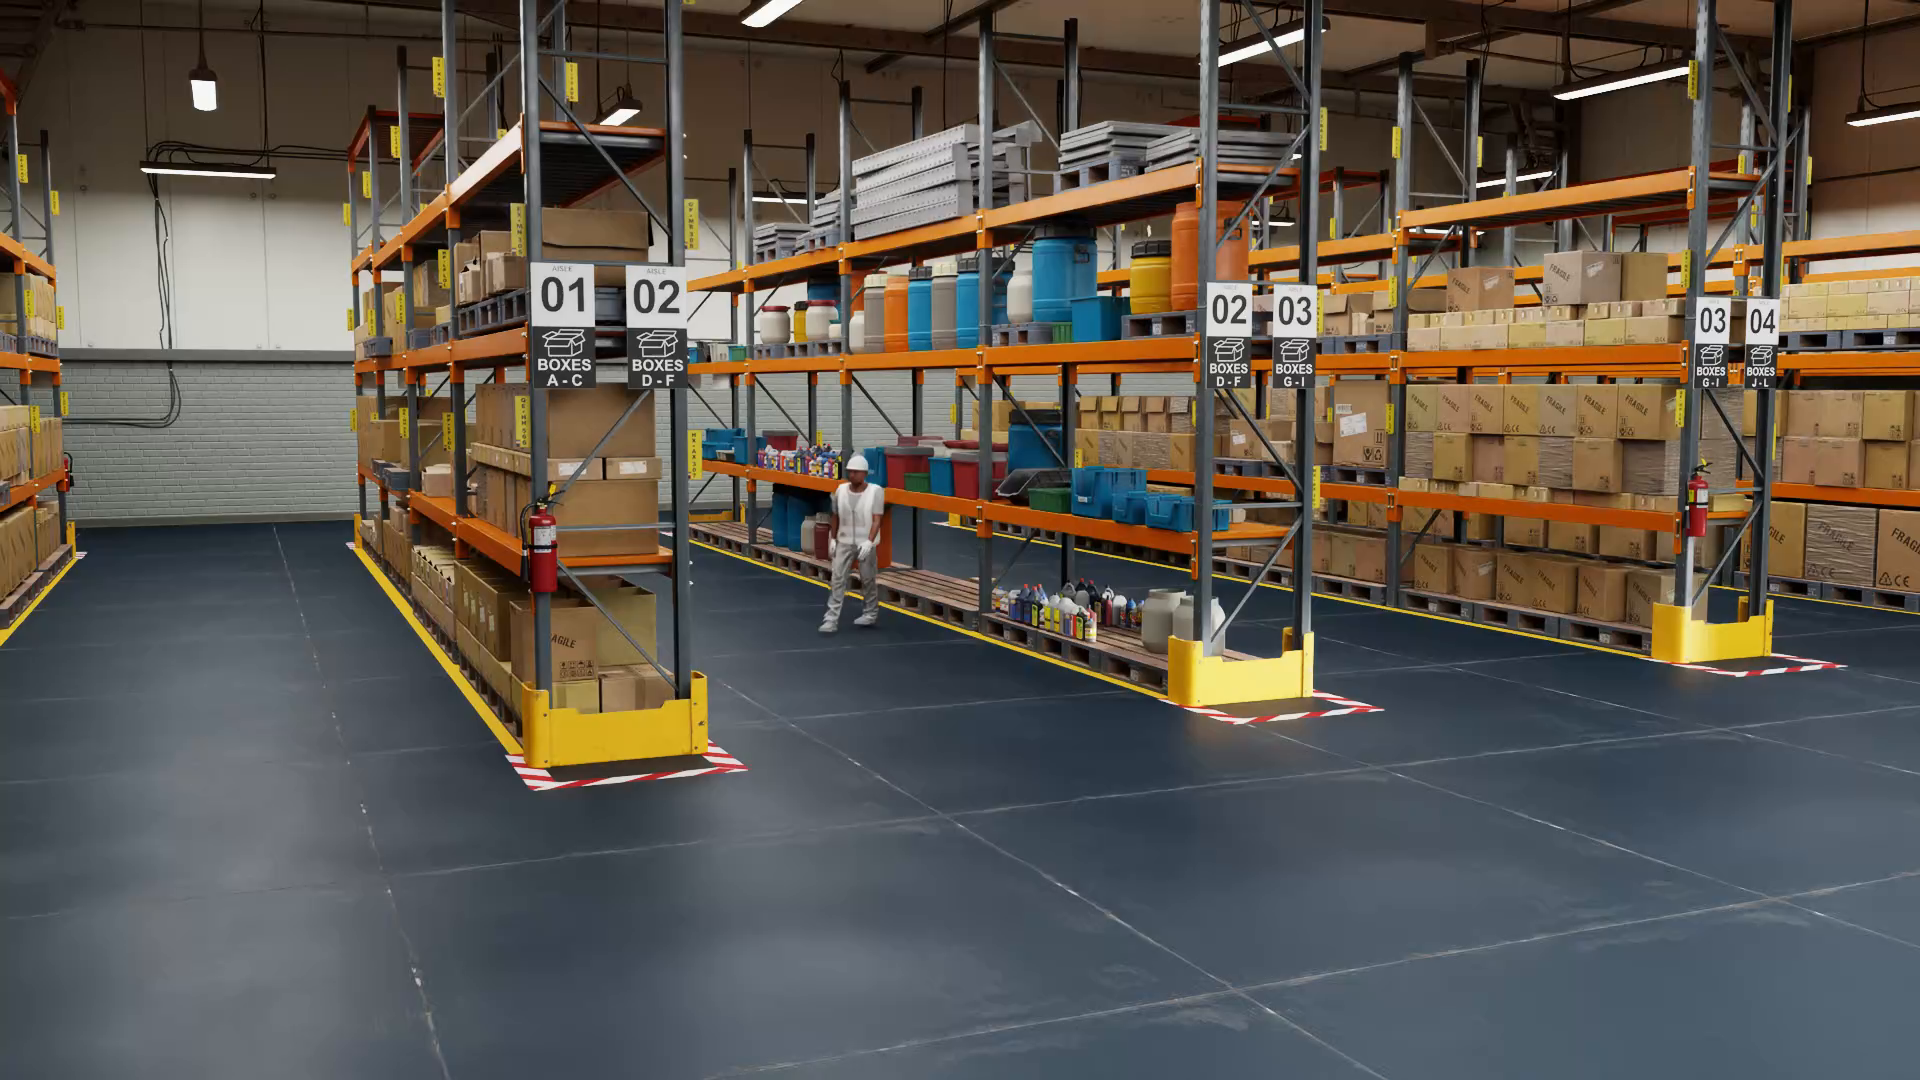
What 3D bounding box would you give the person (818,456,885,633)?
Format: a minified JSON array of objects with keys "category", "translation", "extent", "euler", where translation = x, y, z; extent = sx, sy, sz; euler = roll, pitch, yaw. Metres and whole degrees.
[{"category":"person","translation":[-1.034,0.026,16.375],"extent":[0.582,1.715,0.973],"euler":[1,5,12]}]
